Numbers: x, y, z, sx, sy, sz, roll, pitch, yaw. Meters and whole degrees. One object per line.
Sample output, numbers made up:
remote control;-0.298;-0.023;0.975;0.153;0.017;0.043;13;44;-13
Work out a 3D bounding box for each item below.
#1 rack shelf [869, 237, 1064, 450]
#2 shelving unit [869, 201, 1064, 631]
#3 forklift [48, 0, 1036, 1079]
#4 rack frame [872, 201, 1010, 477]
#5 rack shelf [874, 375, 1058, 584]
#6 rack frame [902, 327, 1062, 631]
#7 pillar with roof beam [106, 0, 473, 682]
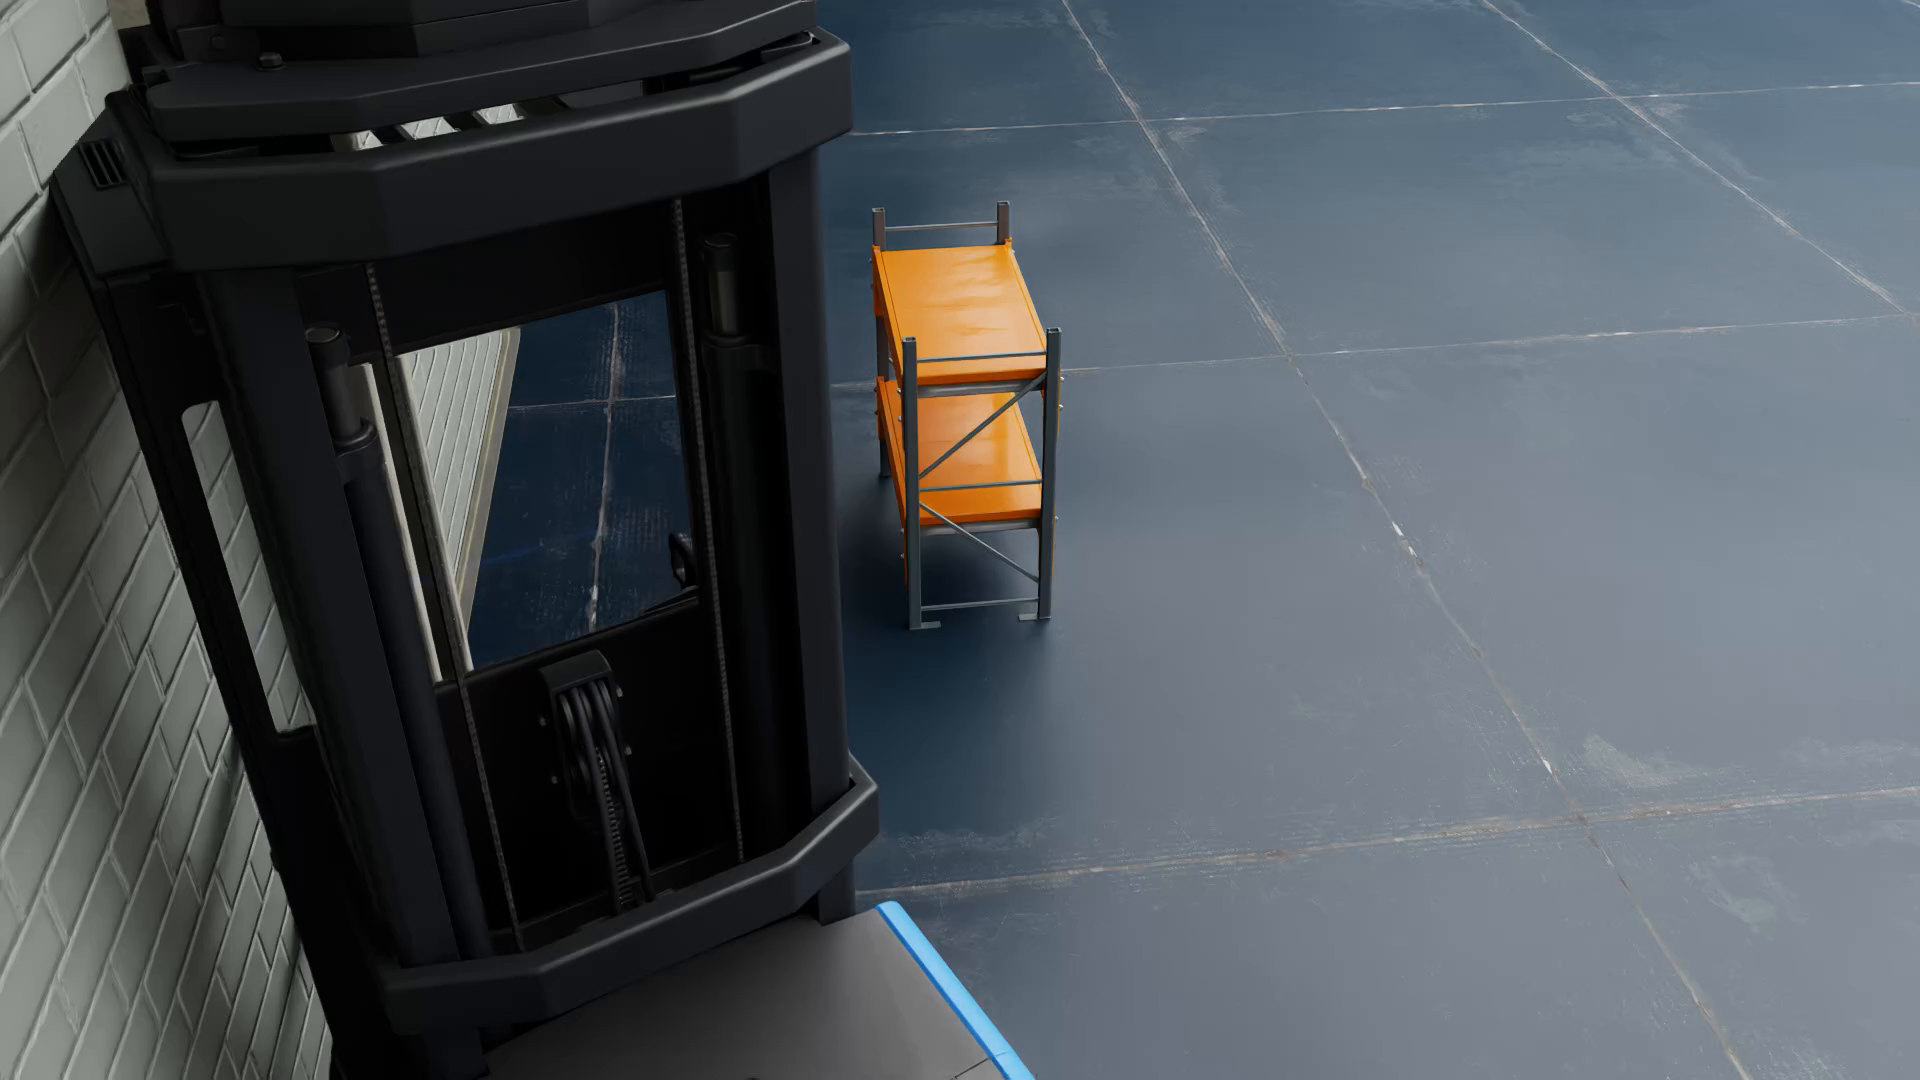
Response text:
rack shelf;0.001;-0.703;5.763;0.538;0.278;1.000;-4;35;-6
shelving unit;0.001;-0.461;5.928;0.538;1.125;1.048;-4;35;-6
forklift;-0.924;0.187;3.373;1.130;2.935;3.031;-19;39;-26
rack frame;-0.067;-0.745;6.344;0.500;1.125;0.032;-4;35;-6
rack shelf;0.001;-0.259;6.065;0.538;0.278;1.000;-4;35;-6
rack frame;0.069;-0.177;5.511;0.500;1.125;0.032;-4;35;-6
pillar with roof beam;2.857;-2.946;2.583;9.100;9.000;0.400;-4;35;-6
